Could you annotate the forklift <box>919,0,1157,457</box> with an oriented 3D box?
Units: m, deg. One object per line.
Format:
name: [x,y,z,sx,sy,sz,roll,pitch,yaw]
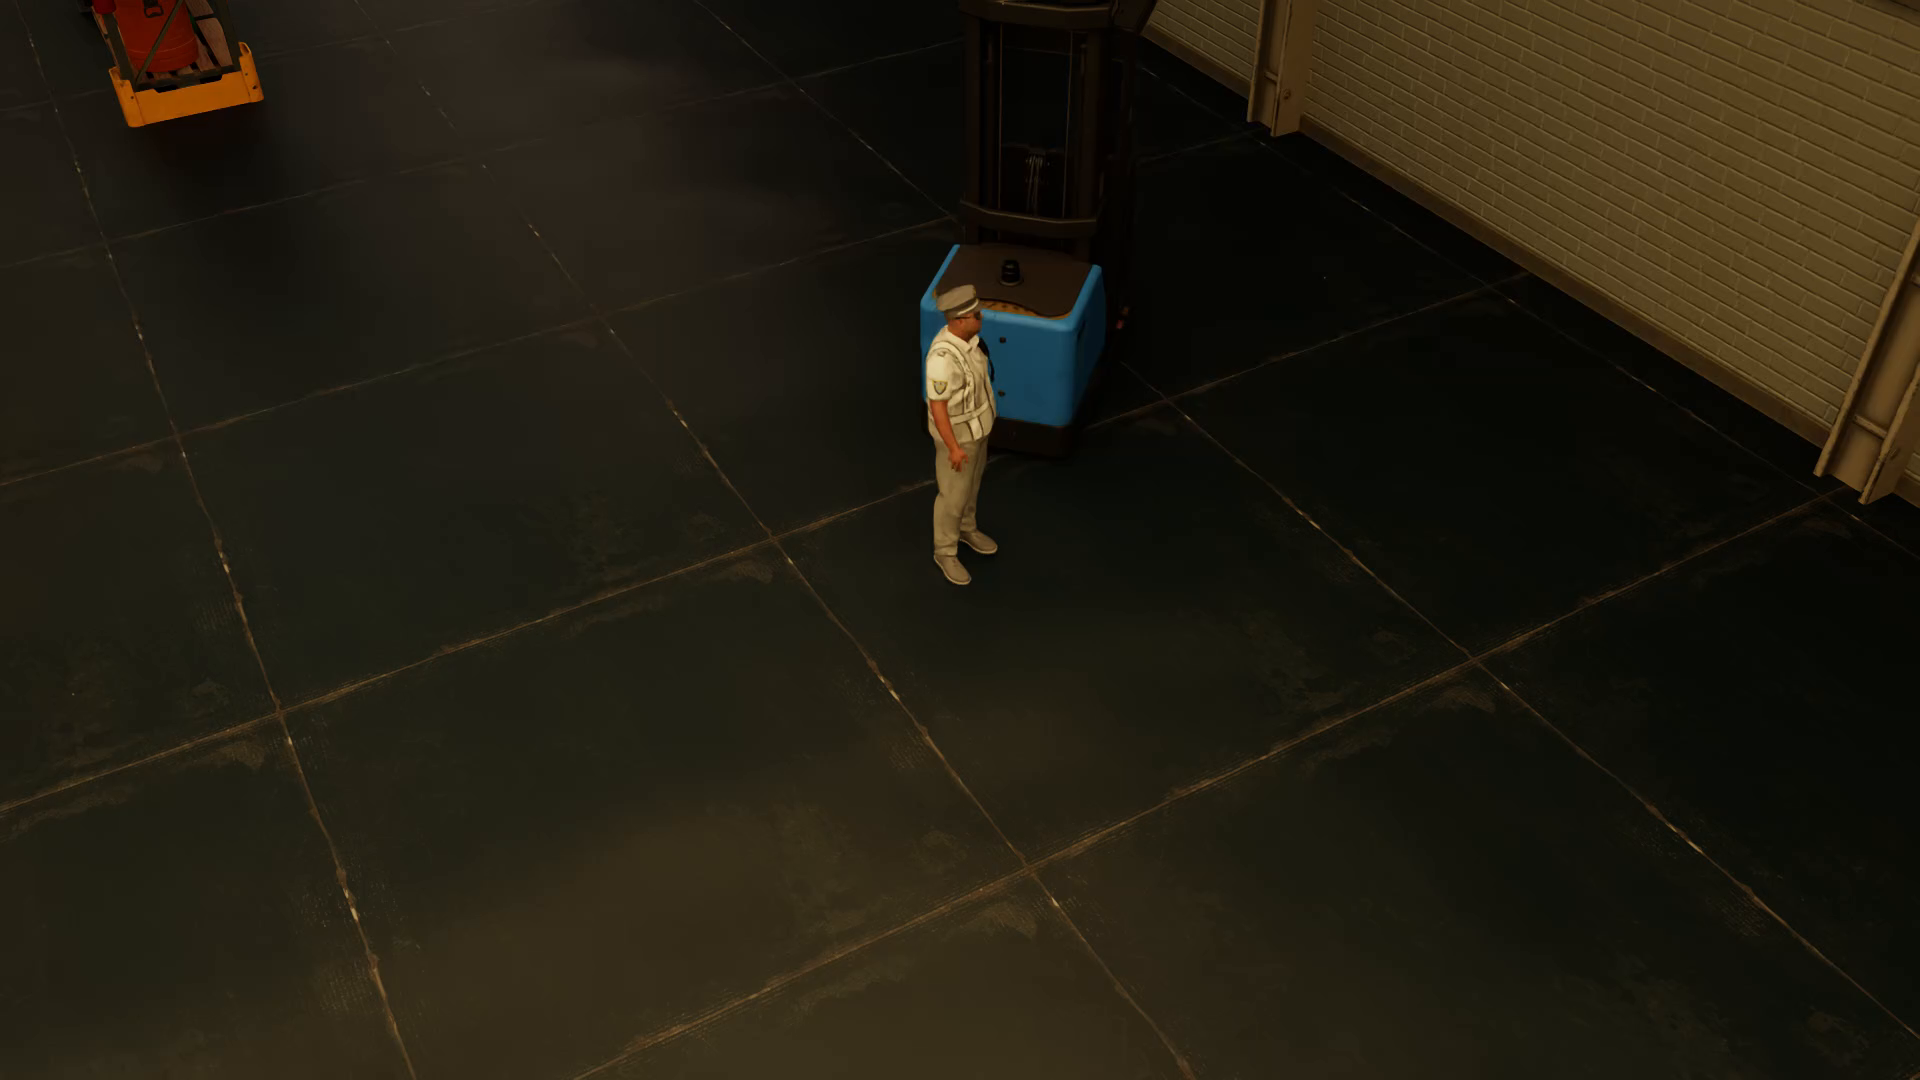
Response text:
forklift: [0.638,-2.618,11.192,1.130,2.935,3.031,11,41,13]

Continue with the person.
person: [0.025,-0.649,9.726,0.428,1.781,0.748,10,41,11]
